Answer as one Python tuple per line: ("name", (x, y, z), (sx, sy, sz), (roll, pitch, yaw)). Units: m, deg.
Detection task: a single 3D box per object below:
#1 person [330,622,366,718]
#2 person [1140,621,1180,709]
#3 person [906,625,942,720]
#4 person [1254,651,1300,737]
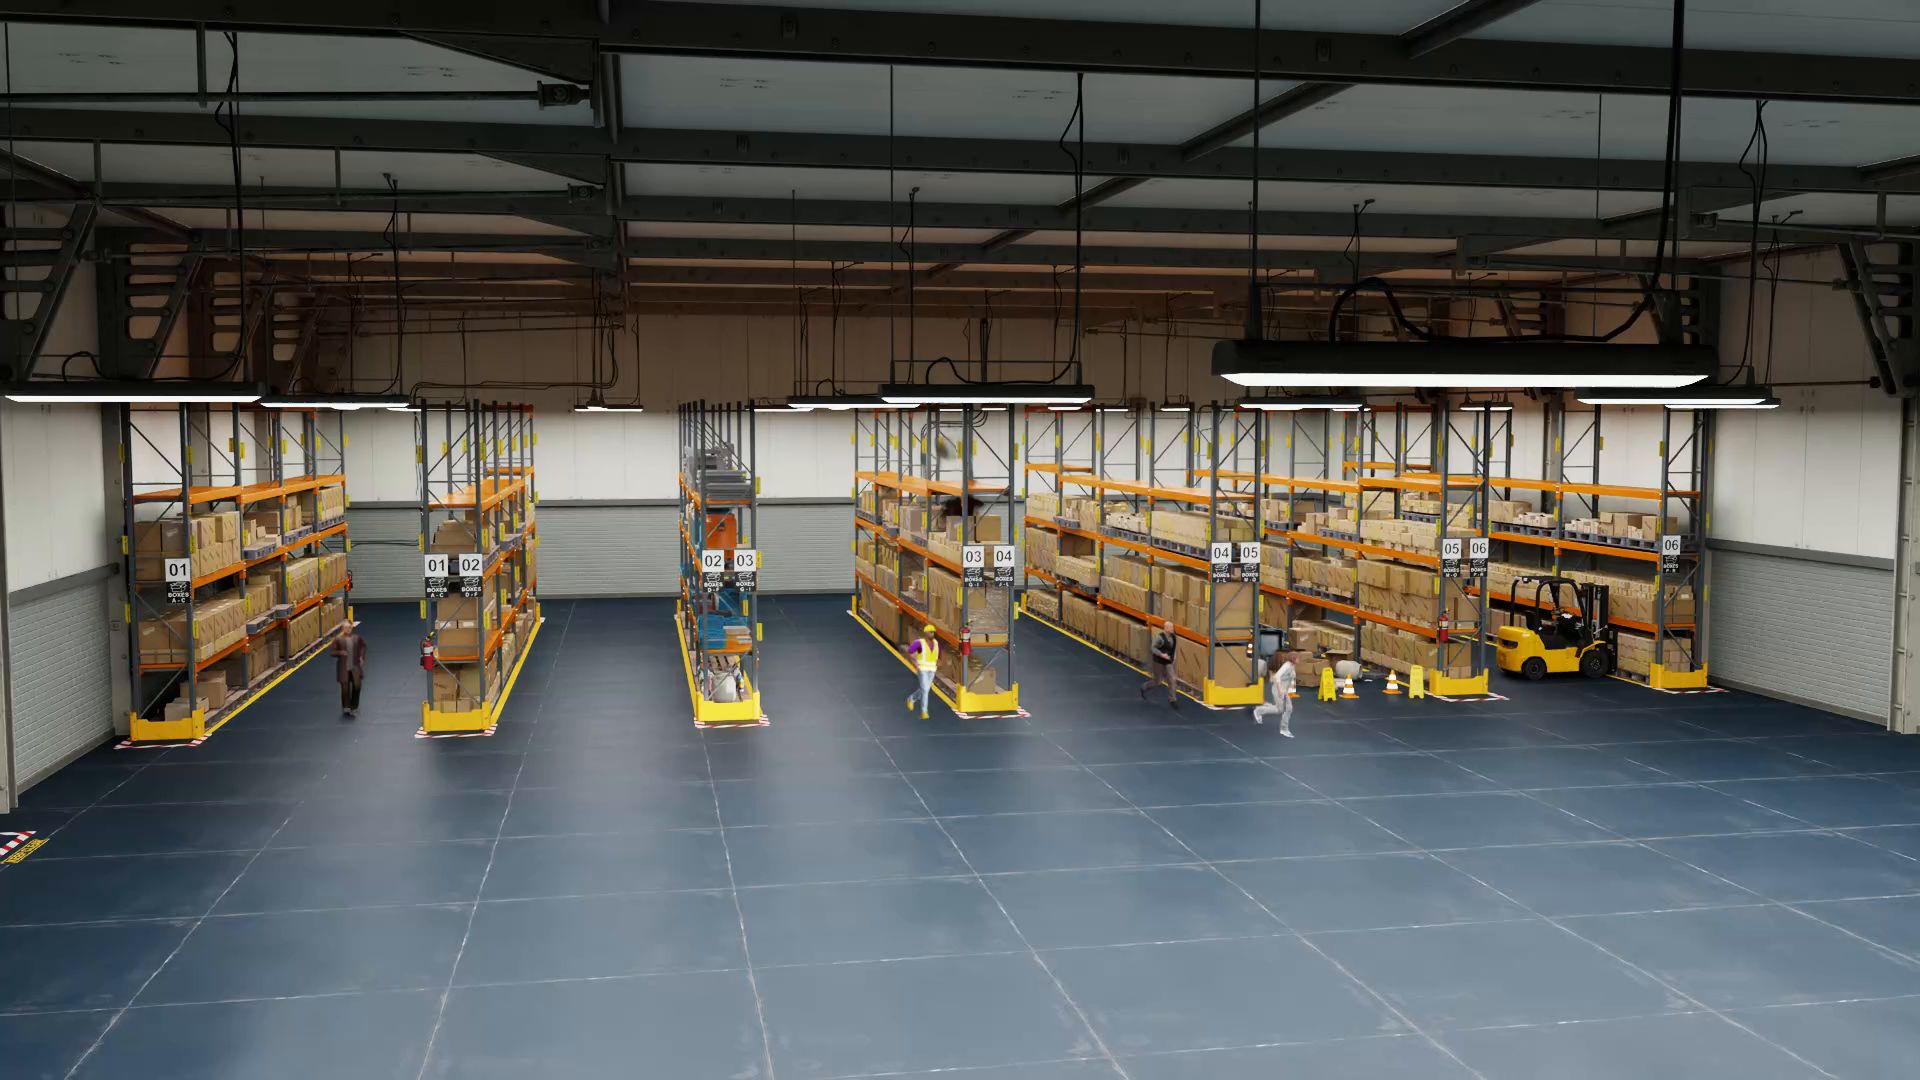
("person", (-11.560, 2.470, 31.488), (0.683, 1.829, 0.745), (-2, 5, -27))
("person", (3.963, 2.420, 32.614), (0.695, 1.691, 1.055), (-4, 6, -39))
("person", (-0.652, 2.479, 31.667), (0.750, 1.738, 0.860), (-3, 5, -36))
("person", (5.676, 2.735, 29.779), (0.818, 1.546, 0.539), (2, 5, 23))
